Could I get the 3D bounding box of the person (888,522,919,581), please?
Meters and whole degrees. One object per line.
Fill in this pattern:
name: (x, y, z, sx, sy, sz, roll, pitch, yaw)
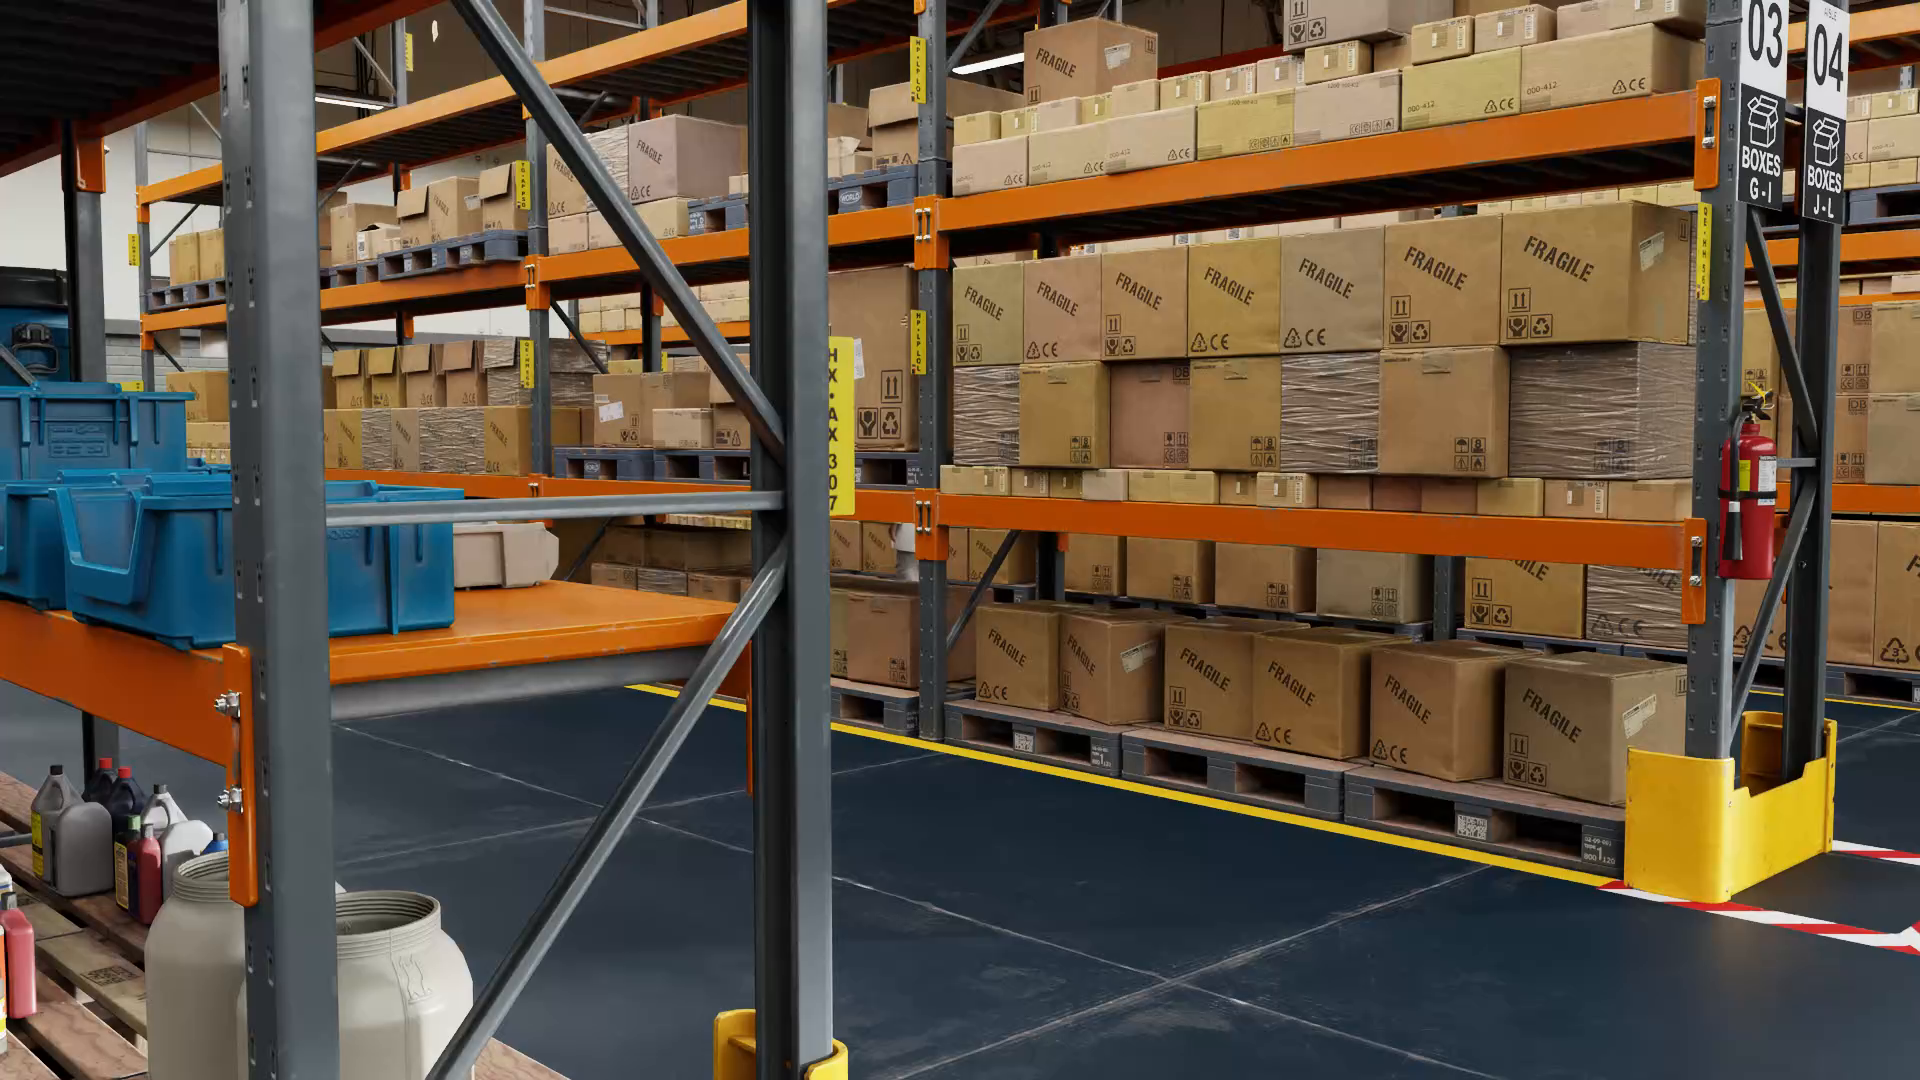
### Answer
person: (-0.343, -0.145, 13.420, 0.427, 1.773, 0.652, 3, 5, 42)
